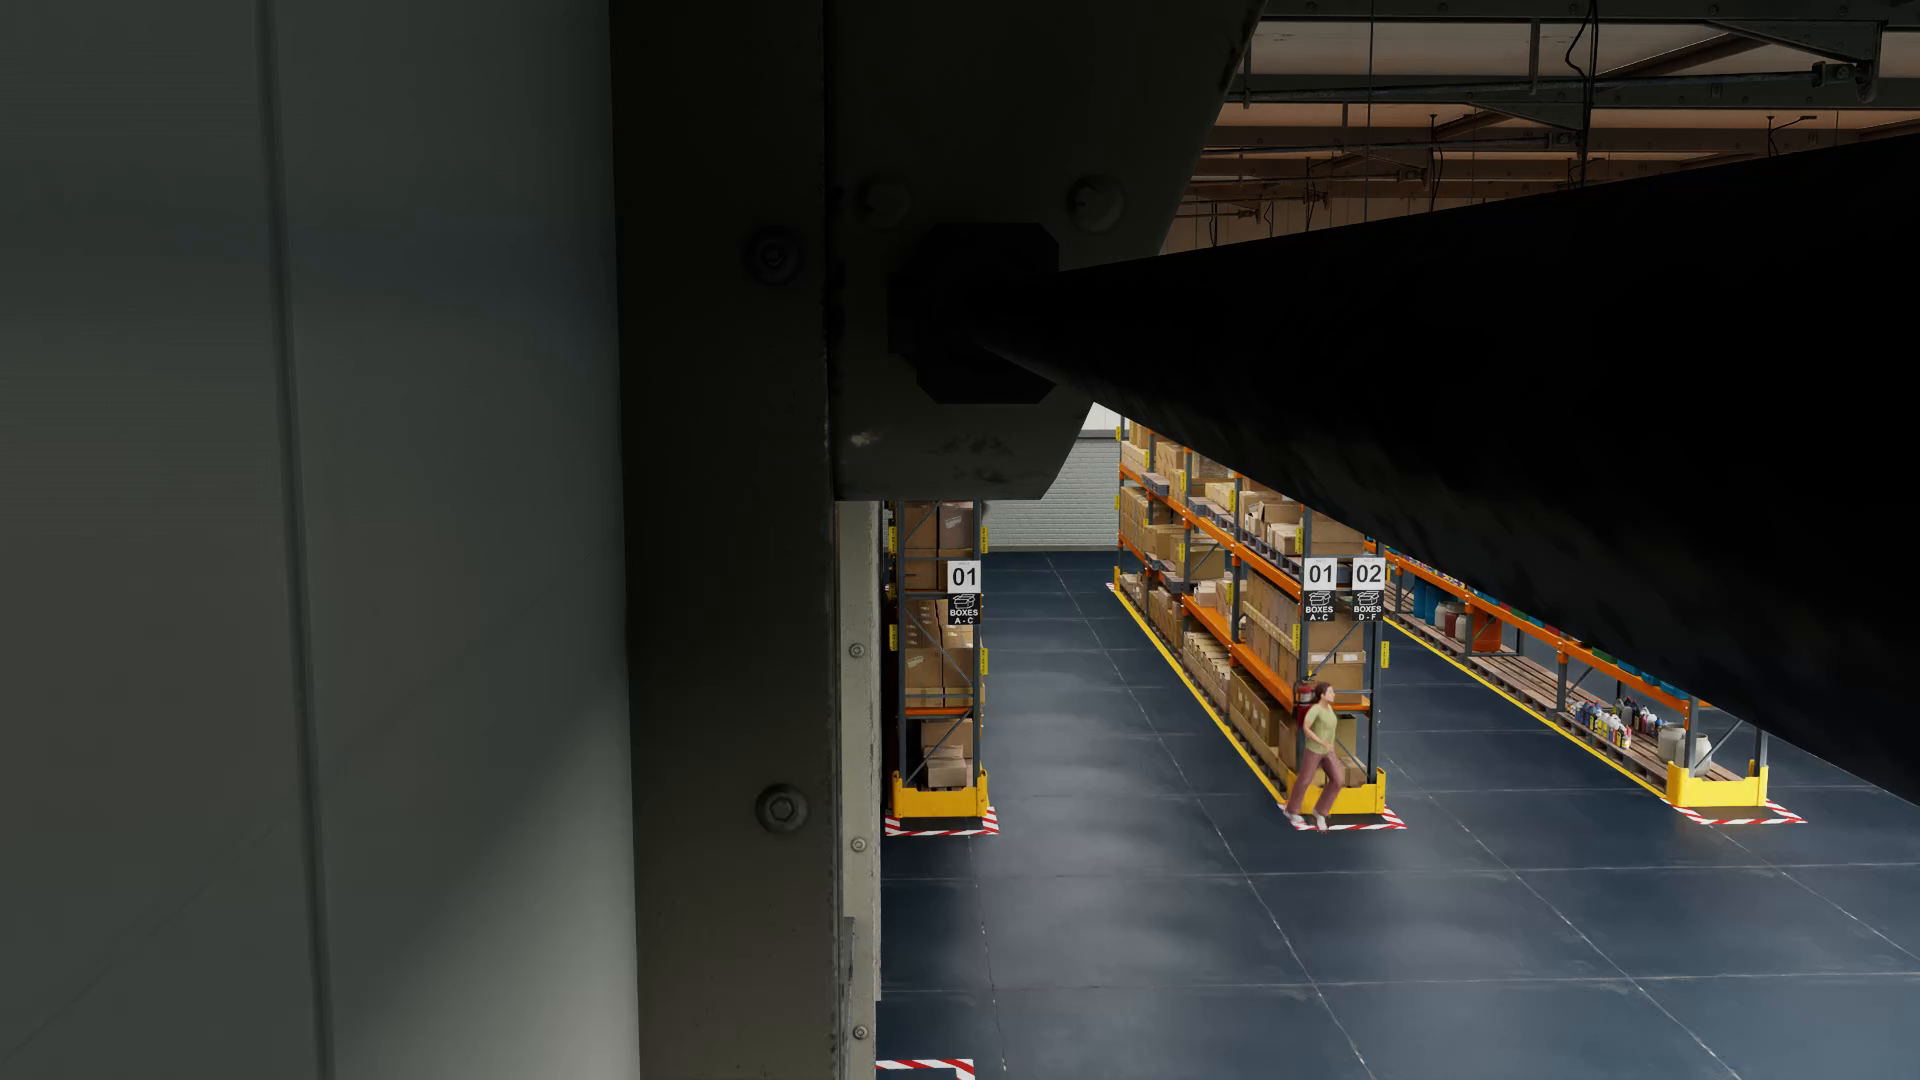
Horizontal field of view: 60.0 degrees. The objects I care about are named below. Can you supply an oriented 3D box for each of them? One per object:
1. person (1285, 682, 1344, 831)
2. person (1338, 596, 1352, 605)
[{"bbox_3d":[4.188,2.491,19.340,0.636,1.706,0.612,-8,11,-42],"label":"person"},{"bbox_3d":[7.110,1.112,30.435,0.670,1.752,0.611,-2,8,-10],"label":"person"}]
